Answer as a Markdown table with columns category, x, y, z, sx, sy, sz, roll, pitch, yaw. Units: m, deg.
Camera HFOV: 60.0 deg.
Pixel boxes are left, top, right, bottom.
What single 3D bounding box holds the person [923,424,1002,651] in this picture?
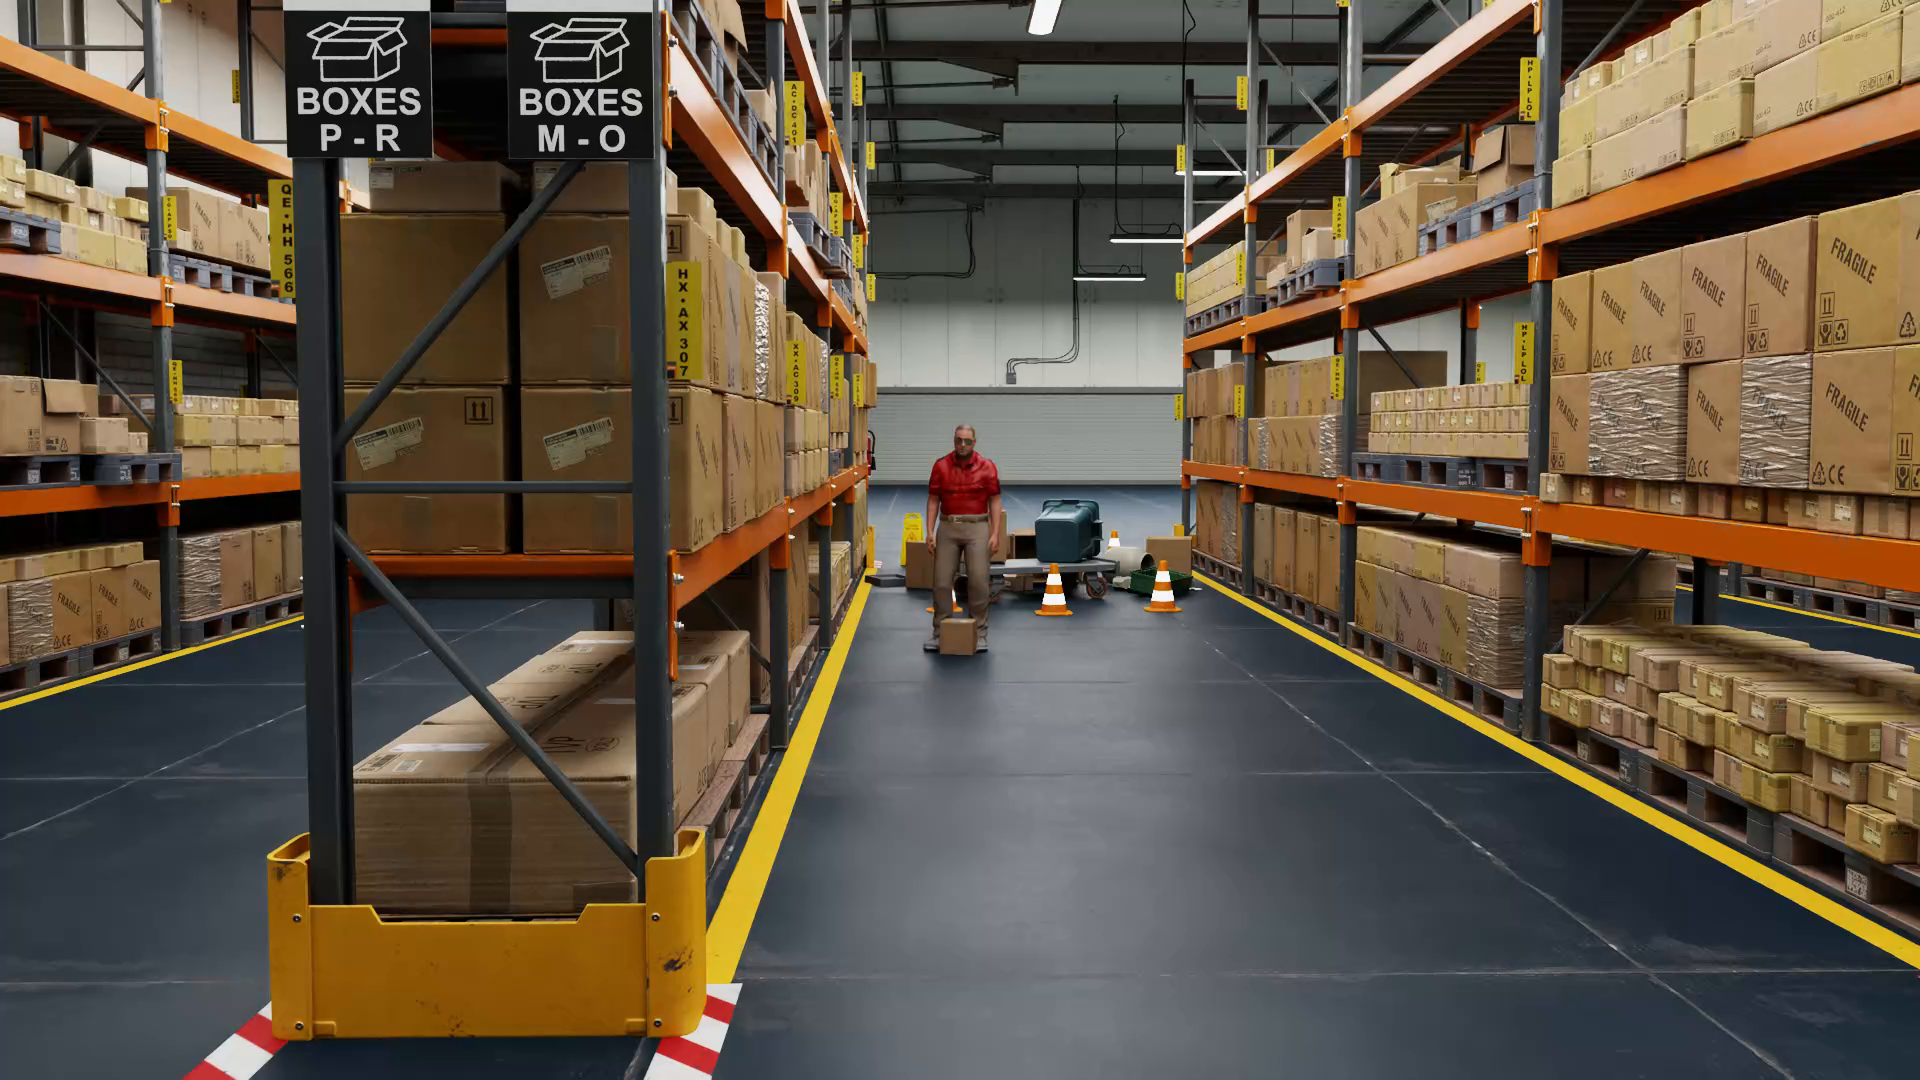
| category | x | y | z | sx | sy | sz | roll | pitch | yaw |
| --- | --- | --- | --- | --- | --- | --- | --- | --- | --- |
| person | 0.024 | -0.024 | 12.724 | 0.592 | 1.725 | 0.393 | 1 | 4 | 8 |
